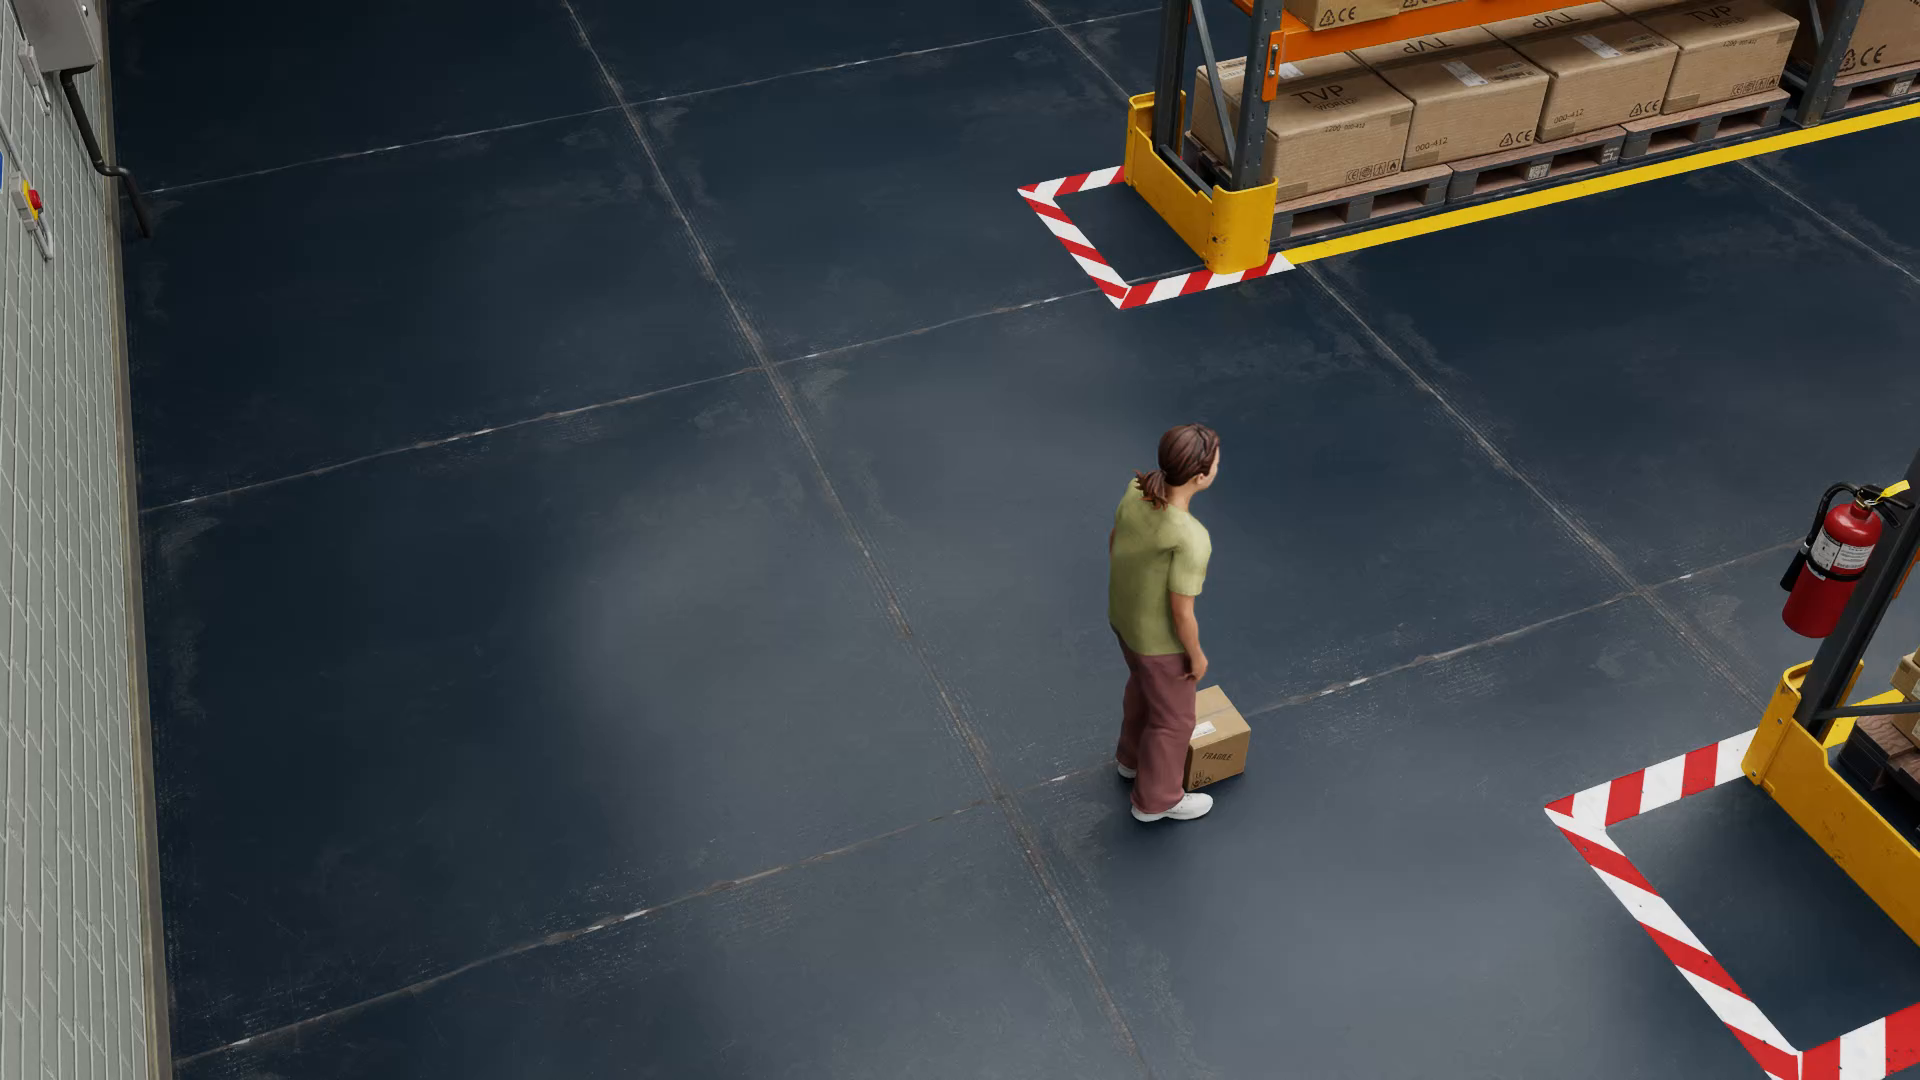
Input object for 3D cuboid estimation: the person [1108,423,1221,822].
[{"bbox_3d":[0.729,0.286,5.841,0.407,1.673,0.517,-17,45,-18],"label":"person"}]
